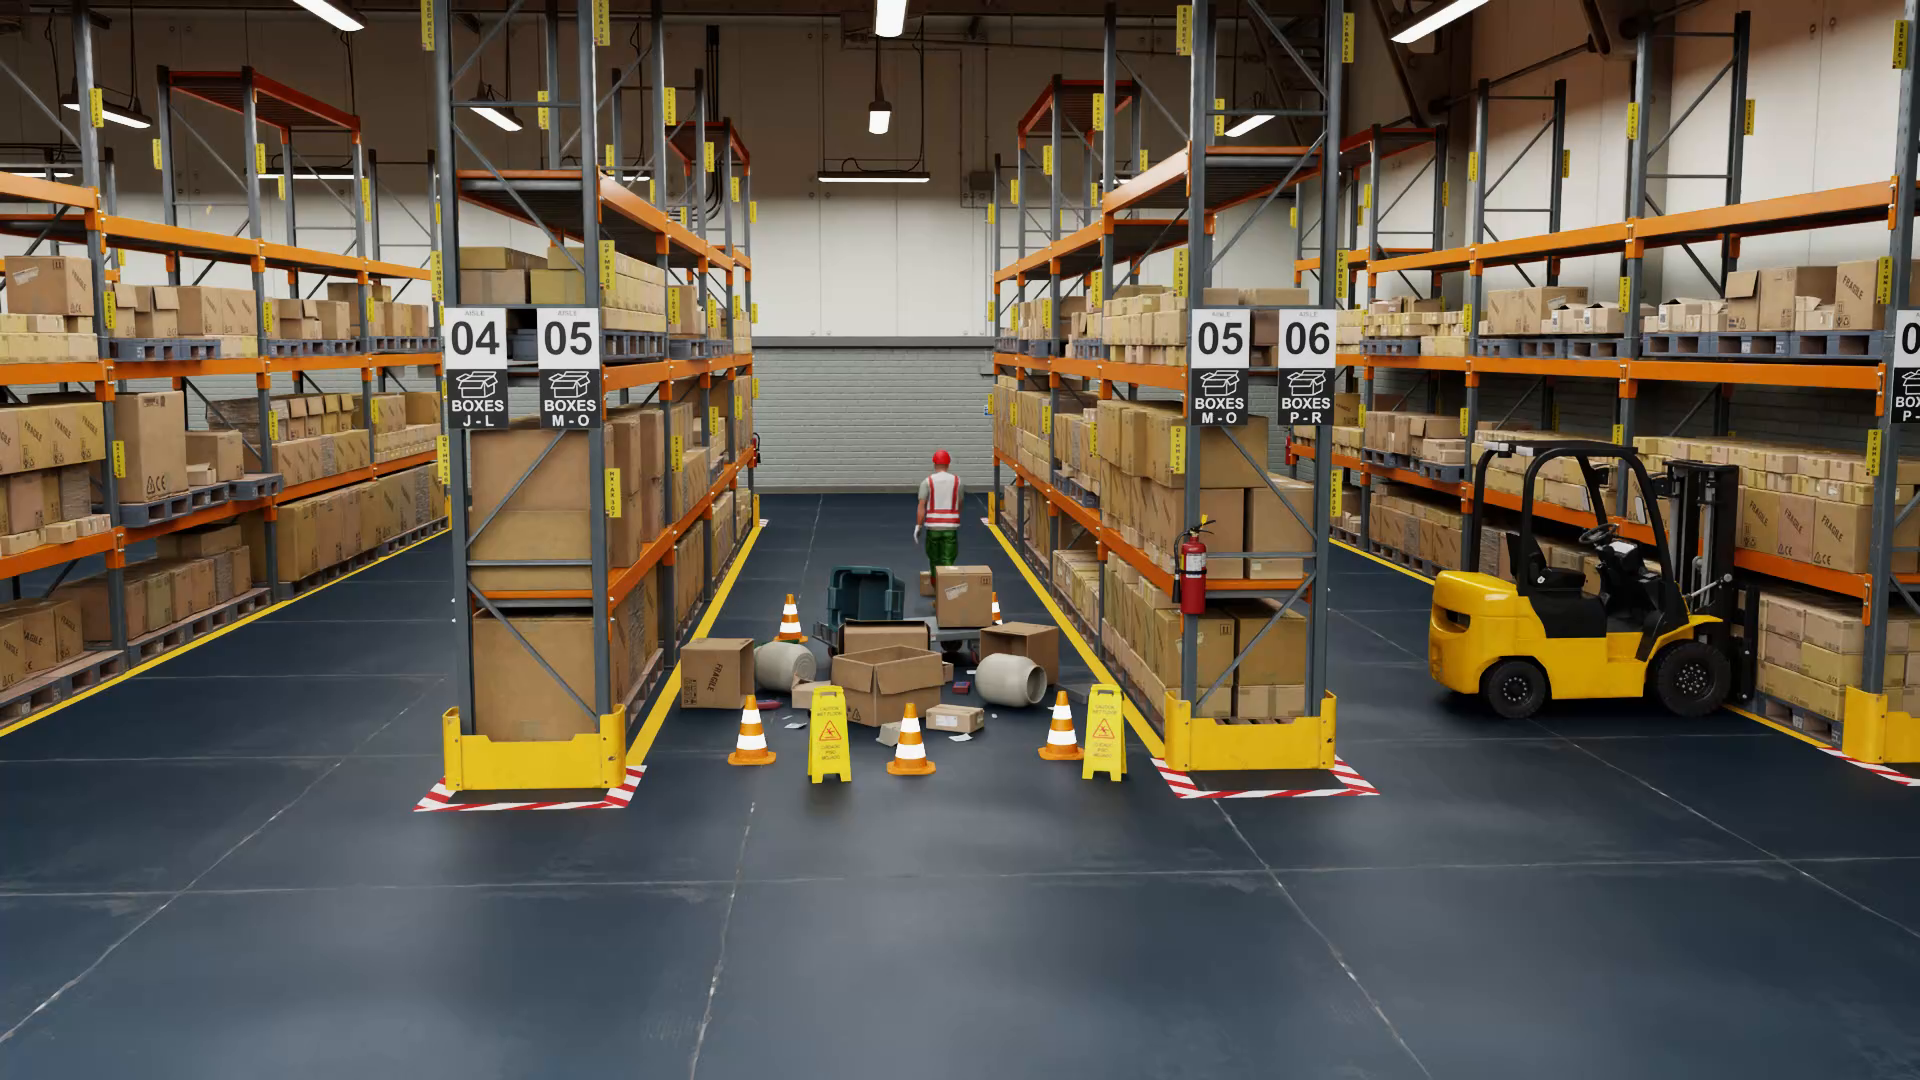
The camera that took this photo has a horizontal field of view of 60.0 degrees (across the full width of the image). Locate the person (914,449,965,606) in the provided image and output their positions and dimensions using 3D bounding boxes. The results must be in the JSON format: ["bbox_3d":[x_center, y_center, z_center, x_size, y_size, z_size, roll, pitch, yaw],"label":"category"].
[{"bbox_3d":[-0.234,-0.122,18.659,0.580,1.784,0.760,-1,7,-5],"label":"person"}]
